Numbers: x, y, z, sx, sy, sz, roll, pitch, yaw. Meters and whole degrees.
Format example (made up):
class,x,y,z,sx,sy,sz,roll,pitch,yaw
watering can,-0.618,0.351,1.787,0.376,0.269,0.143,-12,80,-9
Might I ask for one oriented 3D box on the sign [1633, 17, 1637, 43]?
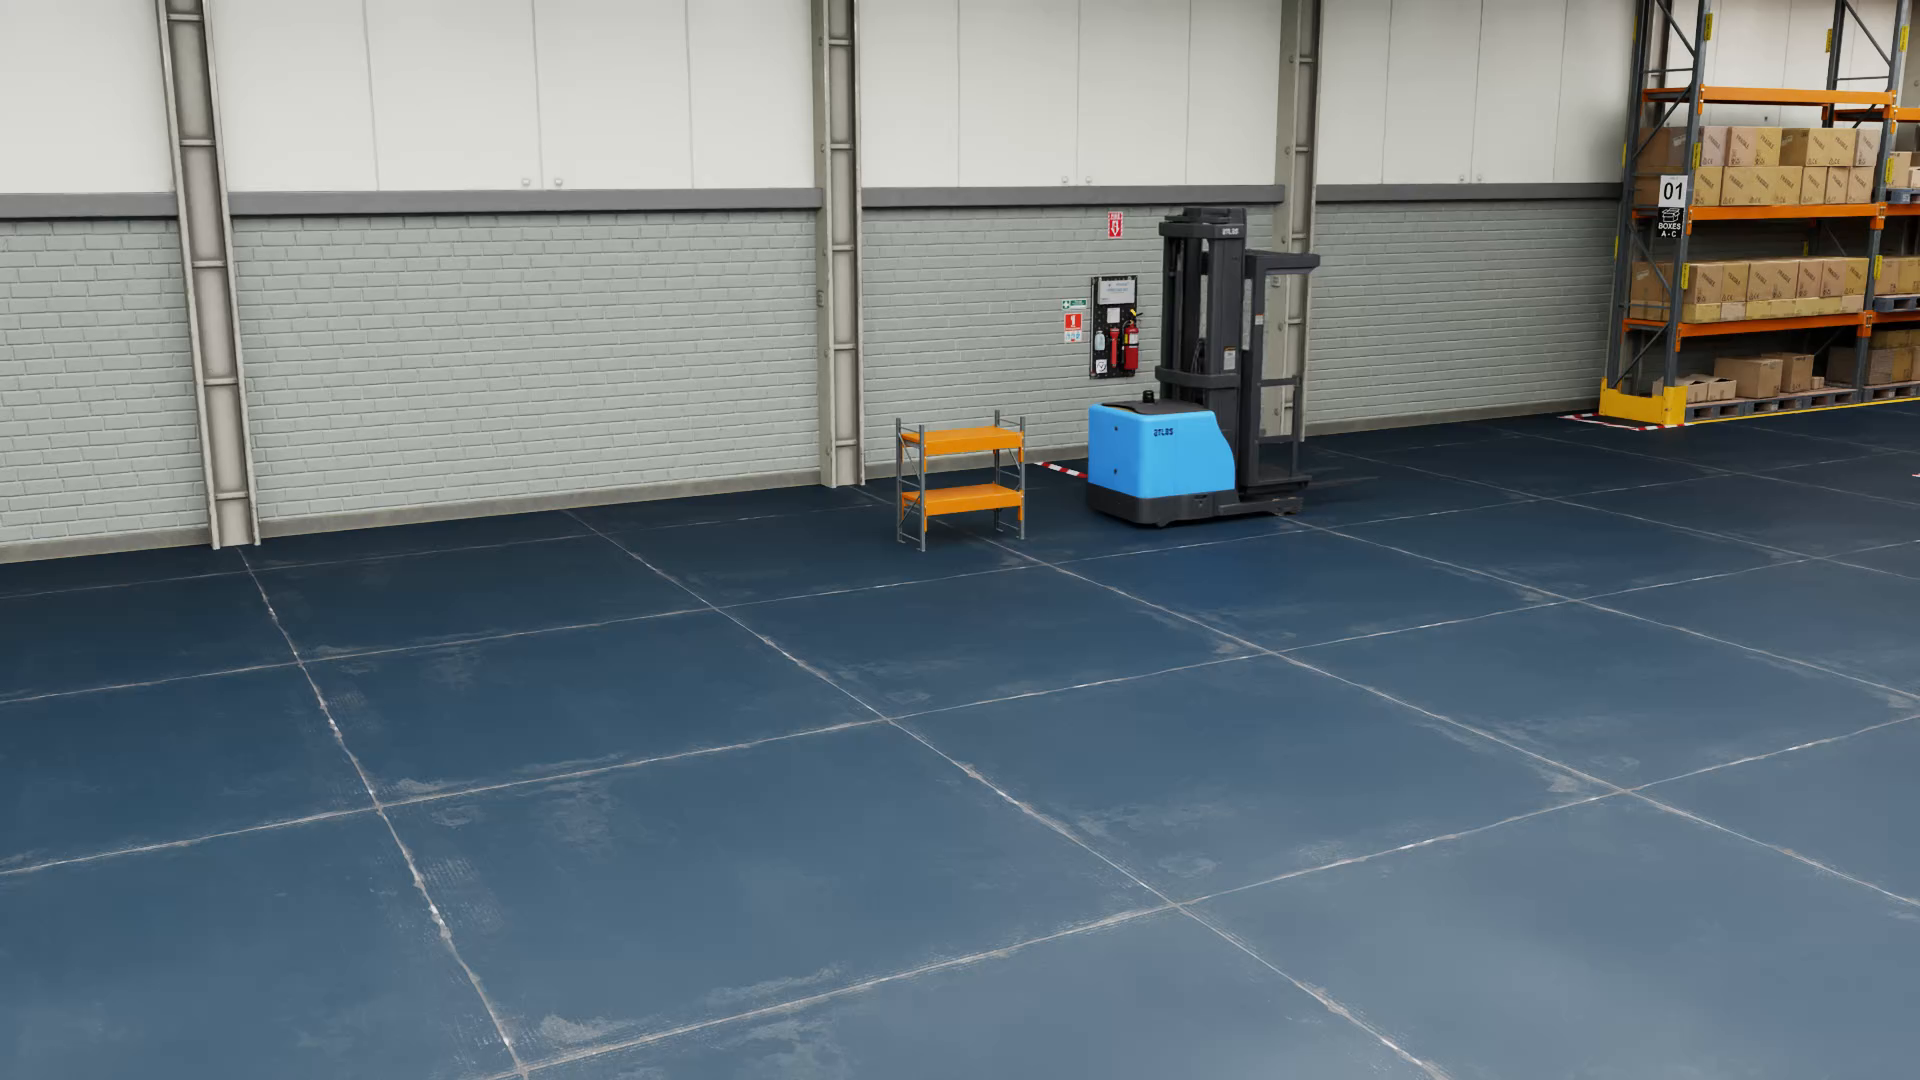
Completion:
class,x,y,z,sx,sy,sz,roll,pitch,yaw
sign,8.830,-6.653,21.688,0.005,0.325,0.100,-7,14,-28

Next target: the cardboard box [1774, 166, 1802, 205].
class,x,y,z,sx,sy,sz,roll,pitch,yaw
cardboard box,10.894,-4.759,22.317,0.500,0.500,0.500,-6,14,-24

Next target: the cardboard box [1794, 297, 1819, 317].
class,x,y,z,sx,sy,sz,roll,pitch,yaw
cardboard box,11.443,-3.227,22.911,0.500,0.250,0.500,-7,14,-28

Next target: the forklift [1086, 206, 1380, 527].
class,x,y,z,sx,sy,sz,roll,pitch,yaw
forklift,2.778,-1.758,16.247,3.031,2.935,1.130,-7,14,-27

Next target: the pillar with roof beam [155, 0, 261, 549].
class,x,y,z,sx,sy,sz,roll,pitch,yaw
pillar with roof beam,-4.458,-3.528,10.290,0.400,9.000,9.100,-7,14,-28

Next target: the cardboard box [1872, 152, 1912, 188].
class,x,y,z,sx,sy,sz,roll,pitch,yaw
cardboard box,13.107,-5.264,23.652,0.500,0.500,0.500,-5,13,-20

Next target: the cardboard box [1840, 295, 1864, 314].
class,x,y,z,sx,sy,sz,roll,pitch,yaw
cardboard box,12.319,-3.333,23.385,0.500,0.250,0.500,-7,14,-28

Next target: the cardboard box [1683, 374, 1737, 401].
class,x,y,z,sx,sy,sz,roll,pitch,yaw
cardboard box,10.229,-2.102,22.741,0.500,0.311,0.500,-6,14,-23

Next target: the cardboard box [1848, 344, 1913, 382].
class,x,y,z,sx,sy,sz,roll,pitch,yaw
cardboard box,13.657,-2.645,24.720,0.500,0.500,0.700,-7,15,-29

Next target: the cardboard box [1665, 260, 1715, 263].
class,x,y,z,sx,sy,sz,roll,pitch,yaw
cardboard box,9.837,-3.528,22.543,0.500,0.500,0.500,-7,14,-27

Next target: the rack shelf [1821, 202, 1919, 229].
class,x,y,z,sx,sy,sz,roll,pitch,yaw
rack shelf,14.345,-4.828,24.536,4.000,0.370,1.077,-7,14,-28

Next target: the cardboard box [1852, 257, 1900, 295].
class,x,y,z,sx,sy,sz,roll,pitch,yaw
cardboard box,13.052,-3.815,24.001,0.500,0.500,0.700,-7,14,-28

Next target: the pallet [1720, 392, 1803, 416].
class,x,y,z,sx,sy,sz,roll,pitch,yaw
pallet,10.944,-1.938,23.239,1.213,0.211,1.003,-7,14,-28

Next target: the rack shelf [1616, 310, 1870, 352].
class,x,y,z,sx,sy,sz,roll,pitch,yaw
rack shelf,10.834,-2.944,22.995,4.000,0.370,1.077,-7,14,-28

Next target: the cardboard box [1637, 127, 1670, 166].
class,x,y,z,sx,sy,sz,roll,pitch,yaw
cardboard box,9.331,-5.190,21.955,0.500,0.500,0.500,-6,14,-25

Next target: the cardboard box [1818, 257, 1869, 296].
class,x,y,z,sx,sy,sz,roll,pitch,yaw
cardboard box,12.322,-3.698,23.298,0.500,0.500,0.500,-7,14,-28

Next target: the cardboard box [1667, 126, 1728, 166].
class,x,y,z,sx,sy,sz,roll,pitch,yaw
cardboard box,9.533,-5.088,21.501,0.500,0.500,0.500,-8,15,-32

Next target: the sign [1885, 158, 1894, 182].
class,x,y,z,sx,sy,sz,roll,pitch,yaw
sign,12.856,-5.117,23.004,0.005,0.325,0.100,-7,14,-28

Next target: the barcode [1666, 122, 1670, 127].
class,x,y,z,sx,sy,sz,roll,pitch,yaw
barcode,9.462,-5.548,22.226,0.075,0.075,0.001,-7,14,-28

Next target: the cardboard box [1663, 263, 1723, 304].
class,x,y,z,sx,sy,sz,roll,pitch,yaw
cardboard box,9.641,-3.379,21.879,0.500,0.500,0.500,-7,14,-28

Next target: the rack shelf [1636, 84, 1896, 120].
class,x,y,z,sx,sy,sz,roll,pitch,yaw
rack shelf,10.834,-5.869,22.337,4.000,0.370,1.077,-7,14,-28

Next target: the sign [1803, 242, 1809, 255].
class,x,y,z,sx,sy,sz,roll,pitch,yaw
sign,12.320,-4.176,24.198,0.005,0.325,0.100,-7,14,-28

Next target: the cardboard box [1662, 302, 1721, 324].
class,x,y,z,sx,sy,sz,roll,pitch,yaw
cardboard box,9.659,-3.011,21.952,0.500,0.250,0.500,-7,15,-29

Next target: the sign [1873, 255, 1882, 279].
class,x,y,z,sx,sy,sz,roll,pitch,yaw
sign,12.856,-3.824,23.295,0.005,0.325,0.100,-7,14,-28

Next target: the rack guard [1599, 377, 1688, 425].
class,x,y,z,sx,sy,sz,roll,pitch,yaw
rack guard,9.145,-1.873,22.292,0.348,0.500,1.175,-7,14,-28

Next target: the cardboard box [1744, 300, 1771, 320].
class,x,y,z,sx,sy,sz,roll,pitch,yaw
cardboard box,10.558,-3.121,22.440,0.500,0.250,0.500,-7,15,-29

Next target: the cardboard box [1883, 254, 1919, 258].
class,x,y,z,sx,sy,sz,roll,pitch,yaw
cardboard box,14.109,-3.948,24.590,0.500,0.500,0.700,-5,14,-20

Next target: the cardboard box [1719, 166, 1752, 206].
class,x,y,z,sx,sy,sz,roll,pitch,yaw
cardboard box,9.980,-4.643,21.802,0.500,0.500,0.500,-6,14,-24

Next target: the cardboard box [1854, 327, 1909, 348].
class,x,y,z,sx,sy,sz,roll,pitch,yaw
cardboard box,13.612,-2.994,24.562,0.500,0.250,0.500,-7,15,-29

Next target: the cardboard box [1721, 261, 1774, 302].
class,x,y,z,sx,sy,sz,roll,pitch,yaw
cardboard box,10.536,-3.482,22.338,0.500,0.500,0.500,-7,15,-30

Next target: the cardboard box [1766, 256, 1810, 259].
class,x,y,z,sx,sy,sz,roll,pitch,yaw
cardboard box,11.621,-3.745,23.504,0.500,0.500,0.500,-7,14,-28

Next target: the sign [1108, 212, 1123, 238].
class,x,y,z,sx,sy,sz,roll,pitch,yaw
sign,1.770,-3.590,18.949,0.199,0.298,0.001,-7,14,-28

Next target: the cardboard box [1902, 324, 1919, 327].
class,x,y,z,sx,sy,sz,roll,pitch,yaw
cardboard box,14.514,-3.098,25.026,0.500,0.250,0.500,-7,14,-28

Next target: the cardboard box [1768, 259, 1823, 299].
class,x,y,z,sx,sy,sz,roll,pitch,yaw
cardboard box,11.440,-3.594,22.833,0.500,0.500,0.500,-7,15,-29

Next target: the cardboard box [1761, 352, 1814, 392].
class,x,y,z,sx,sy,sz,roll,pitch,yaw
cardboard box,11.697,-2.383,23.558,0.500,0.500,0.500,-8,15,-32

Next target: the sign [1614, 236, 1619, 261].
class,x,y,z,sx,sy,sz,roll,pitch,yaw
sign,8.830,-3.912,22.304,0.005,0.325,0.100,-7,14,-28

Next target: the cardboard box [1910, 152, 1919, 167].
class,x,y,z,sx,sy,sz,roll,pitch,yaw
cardboard box,14.190,-5.394,24.229,0.500,0.500,0.500,-7,15,-30

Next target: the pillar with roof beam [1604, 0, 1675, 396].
class,x,y,z,sx,sy,sz,roll,pitch,yaw
pillar with roof beam,11.341,-5.422,18.704,0.400,9.000,9.100,-7,14,-28

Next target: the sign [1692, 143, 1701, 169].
class,x,y,z,sx,sy,sz,roll,pitch,yaw
sign,9.338,-4.869,21.092,0.005,0.325,0.100,-7,14,-28

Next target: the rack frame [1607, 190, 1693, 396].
class,x,y,z,sx,sy,sz,roll,pitch,yaw
rack frame,9.078,-3.084,21.982,0.127,3.000,1.000,-7,14,-28

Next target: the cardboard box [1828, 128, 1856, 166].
class,x,y,z,sx,sy,sz,roll,pitch,yaw
cardboard box,11.801,-5.350,22.666,0.500,0.500,0.500,-6,14,-25

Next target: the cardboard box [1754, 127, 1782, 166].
class,x,y,z,sx,sy,sz,roll,pitch,yaw
cardboard box,10.442,-5.187,21.942,0.500,0.500,0.500,-6,14,-26

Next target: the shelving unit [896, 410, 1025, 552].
class,x,y,z,sx,sy,sz,roll,pitch,yaw
shelving unit,0.006,-0.549,14.989,1.048,1.125,0.538,-7,14,-28

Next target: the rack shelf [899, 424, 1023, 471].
class,x,y,z,sx,sy,sz,roll,pitch,yaw
rack shelf,0.006,-0.835,14.925,1.000,0.278,0.538,-7,14,-28

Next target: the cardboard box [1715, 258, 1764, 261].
class,x,y,z,sx,sy,sz,roll,pitch,yaw
cardboard box,10.730,-3.636,23.024,0.500,0.500,0.500,-7,14,-27

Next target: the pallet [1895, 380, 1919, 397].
class,x,y,z,sx,sy,sz,roll,pitch,yaw
pallet,14.344,-2.356,25.097,1.213,0.211,1.003,-7,14,-28

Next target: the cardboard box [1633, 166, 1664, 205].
class,x,y,z,sx,sy,sz,roll,pitch,yaw
cardboard box,9.323,-4.699,22.051,0.500,0.500,0.500,-6,14,-24

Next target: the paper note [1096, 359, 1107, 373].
class,x,y,z,sx,sy,sz,roll,pitch,yaw
paper note,1.636,-2.006,19.195,0.142,0.148,0.016,-7,14,-28

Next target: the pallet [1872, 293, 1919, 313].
class,x,y,z,sx,sy,sz,roll,pitch,yaw
pallet,13.330,-3.464,24.105,1.213,0.211,1.003,-7,14,-28

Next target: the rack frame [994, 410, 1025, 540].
class,x,y,z,sx,sy,sz,roll,pitch,yaw
rack frame,0.452,-0.603,15.226,0.032,1.125,0.500,-7,14,-28

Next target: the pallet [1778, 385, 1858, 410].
class,x,y,z,sx,sy,sz,roll,pitch,yaw
pallet,12.017,-2.067,23.813,1.213,0.211,1.003,-7,14,-28

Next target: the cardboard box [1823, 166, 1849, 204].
class,x,y,z,sx,sy,sz,roll,pitch,yaw
cardboard box,11.814,-4.875,22.836,0.500,0.500,0.500,-8,15,-33

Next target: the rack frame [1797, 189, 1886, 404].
class,x,y,z,sx,sy,sz,roll,pitch,yaw
rack frame,12.589,-3.505,23.851,0.127,3.000,1.000,-7,14,-28
